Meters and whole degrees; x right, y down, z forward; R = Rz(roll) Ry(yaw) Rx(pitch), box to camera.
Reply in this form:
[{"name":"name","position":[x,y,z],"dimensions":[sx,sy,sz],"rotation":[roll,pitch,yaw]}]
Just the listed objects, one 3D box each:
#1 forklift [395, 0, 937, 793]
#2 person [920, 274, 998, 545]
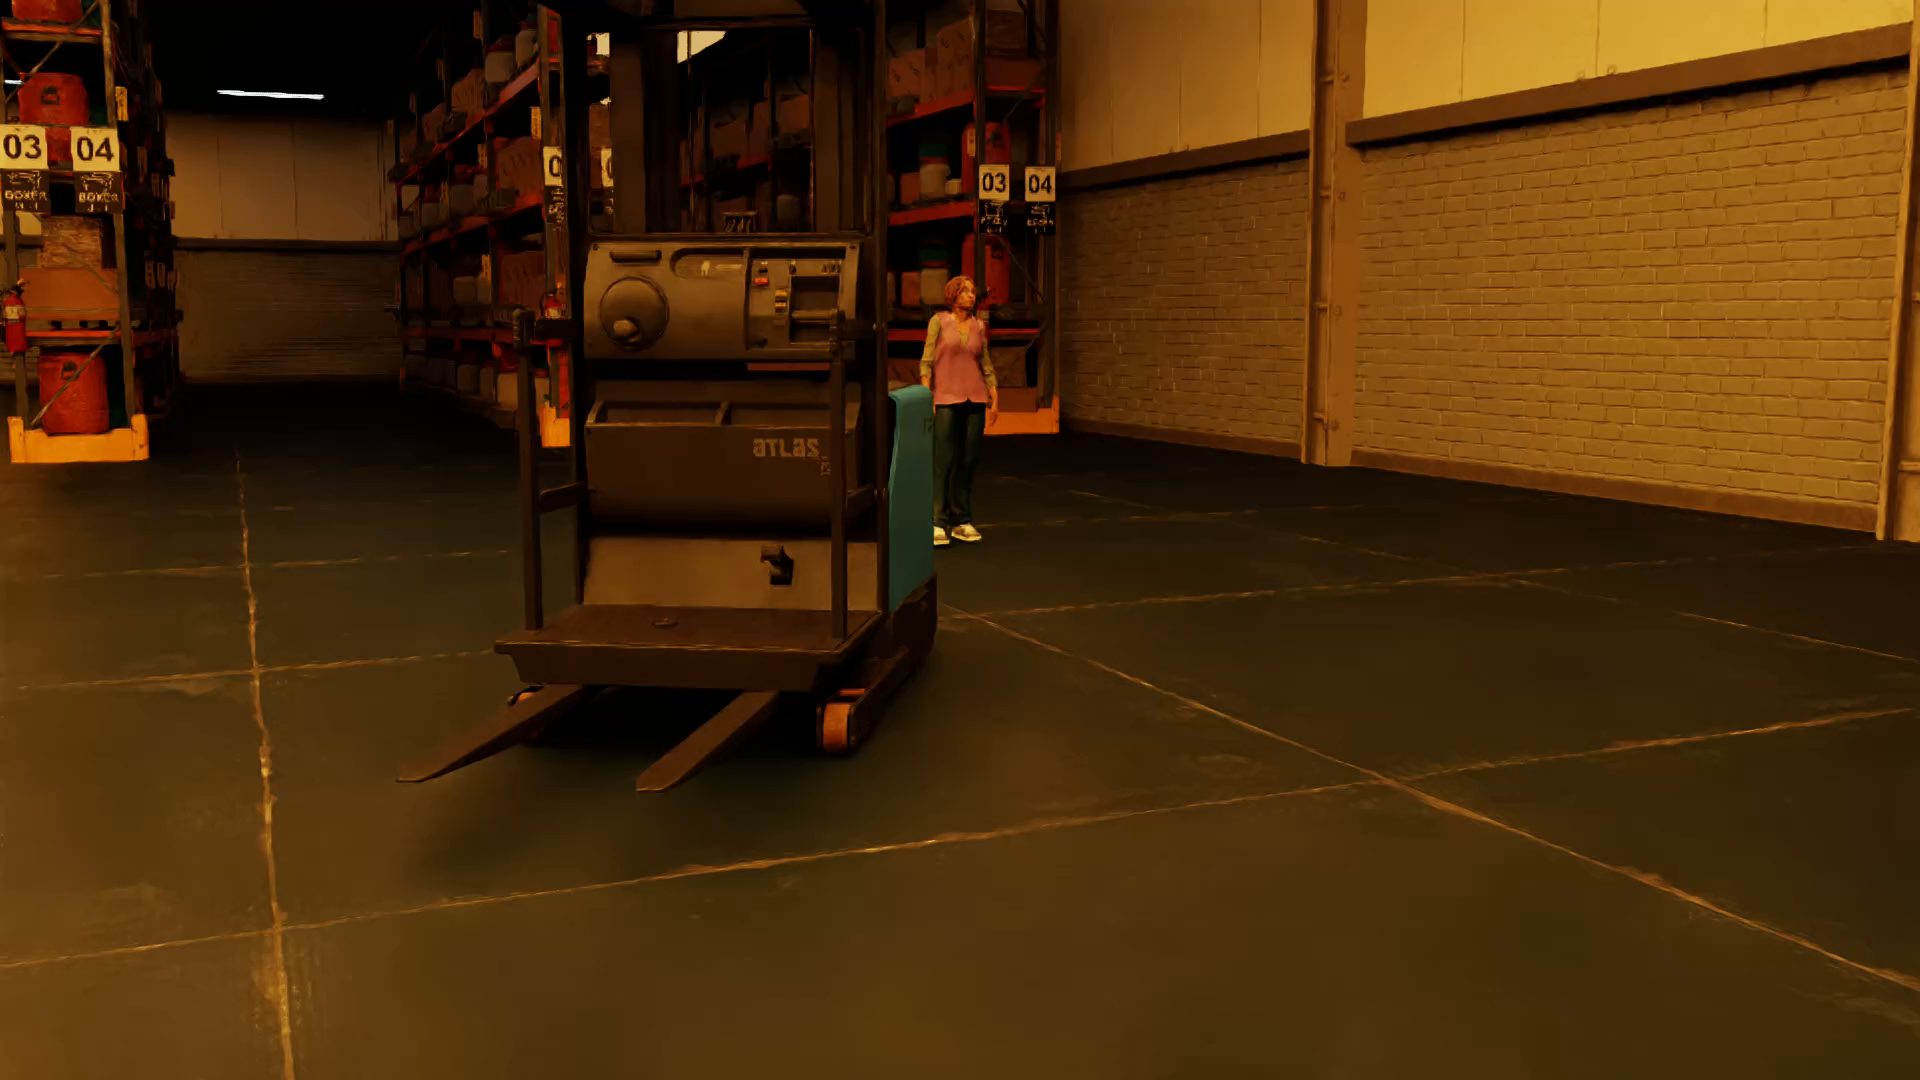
[{"name":"forklift","position":[-0.821,-0.840,5.312],"dimensions":[1.130,2.935,3.031],"rotation":[1,8,8]},{"name":"person","position":[0.017,-0.782,9.977],"dimensions":[0.520,1.583,0.474],"rotation":[-3,8,-23]}]
